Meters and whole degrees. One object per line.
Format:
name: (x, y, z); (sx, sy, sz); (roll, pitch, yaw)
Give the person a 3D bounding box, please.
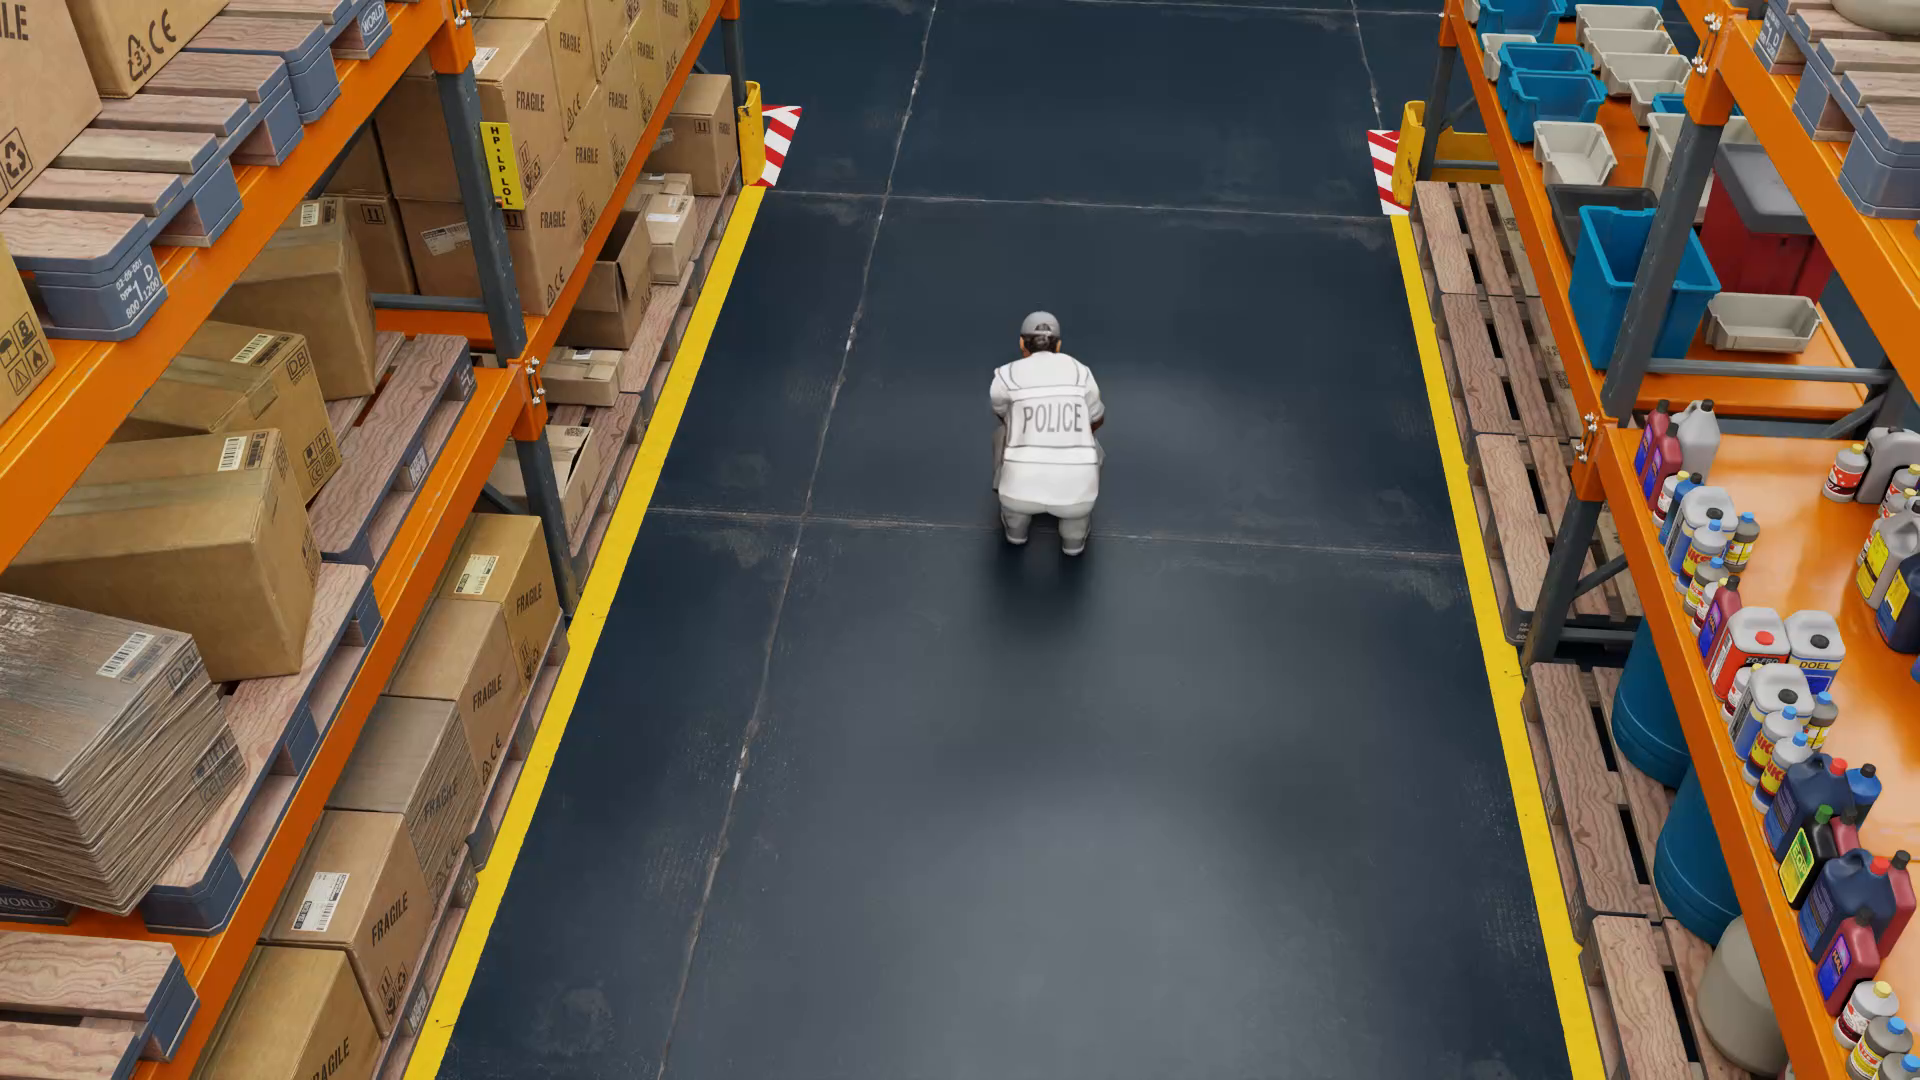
person: (0.383, -0.452, 7.262); (0.516, 0.937, 0.846); (3, 40, 4)
